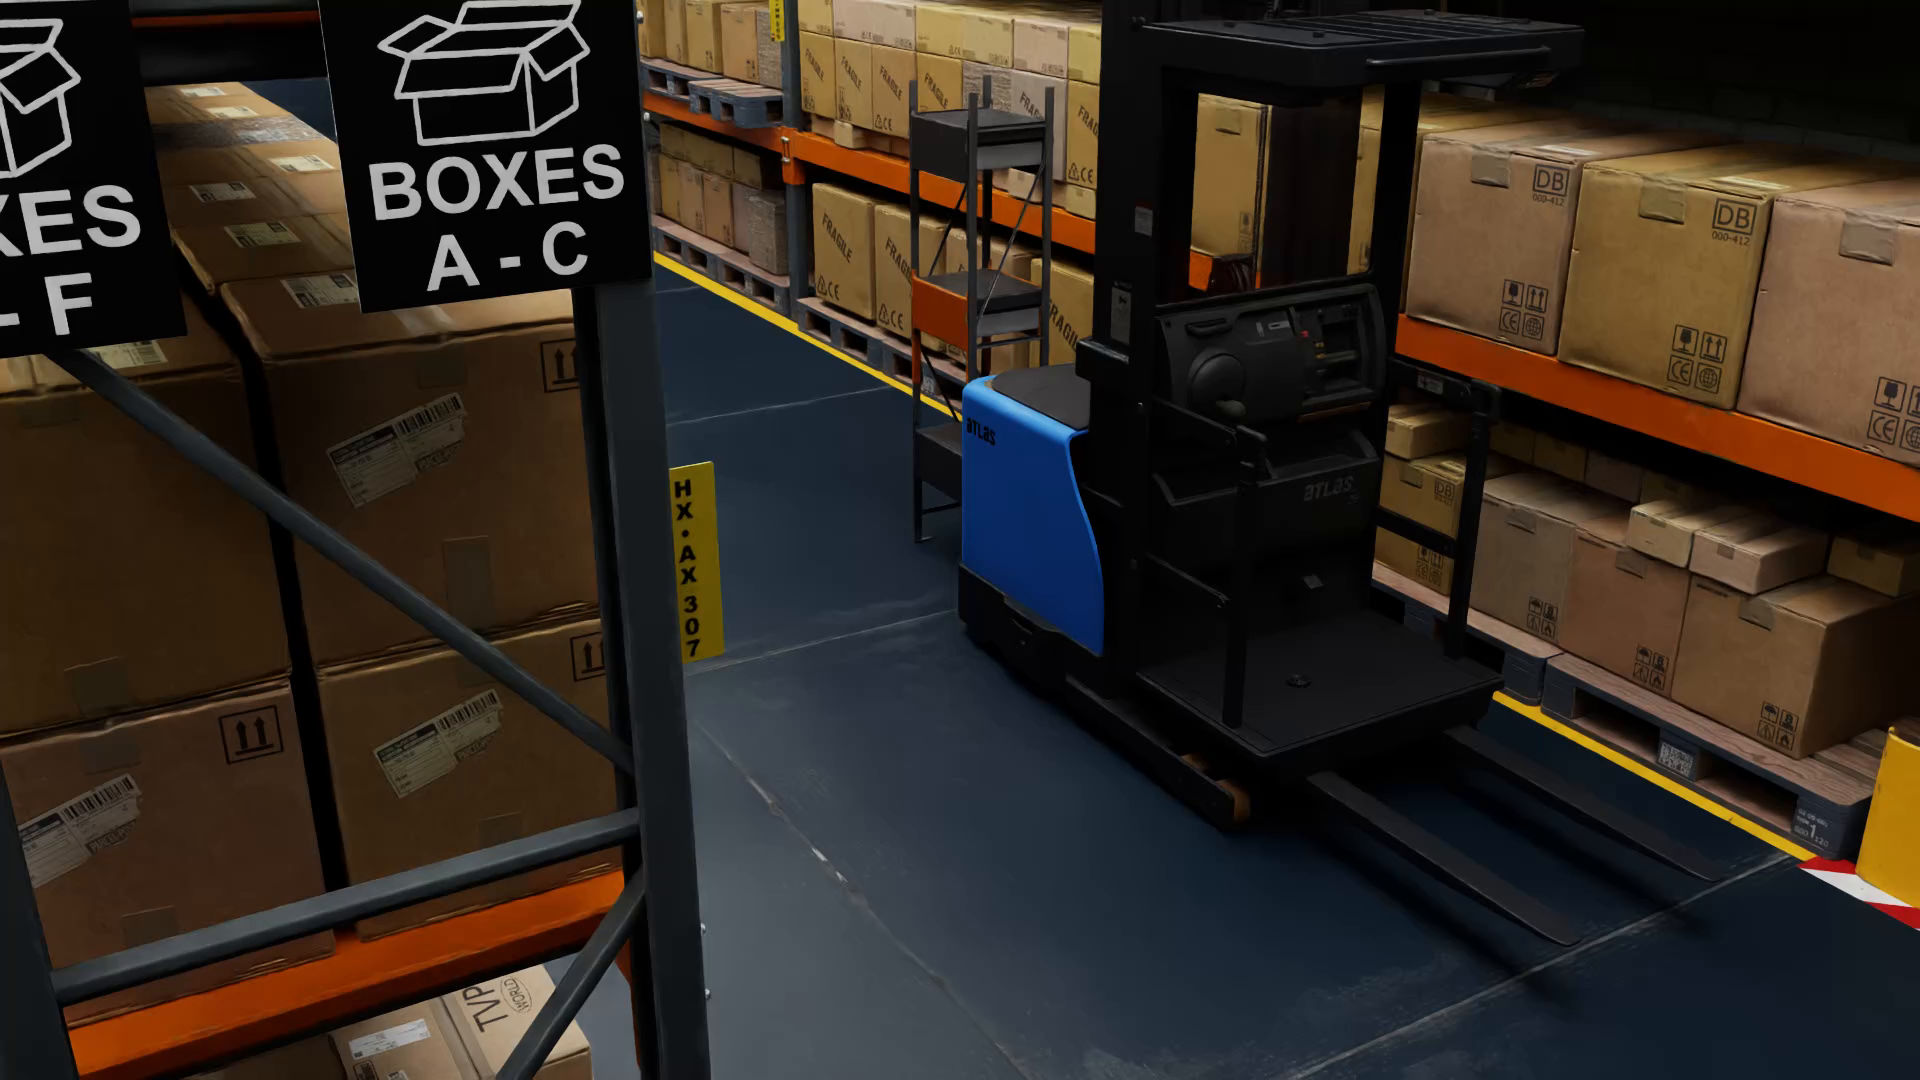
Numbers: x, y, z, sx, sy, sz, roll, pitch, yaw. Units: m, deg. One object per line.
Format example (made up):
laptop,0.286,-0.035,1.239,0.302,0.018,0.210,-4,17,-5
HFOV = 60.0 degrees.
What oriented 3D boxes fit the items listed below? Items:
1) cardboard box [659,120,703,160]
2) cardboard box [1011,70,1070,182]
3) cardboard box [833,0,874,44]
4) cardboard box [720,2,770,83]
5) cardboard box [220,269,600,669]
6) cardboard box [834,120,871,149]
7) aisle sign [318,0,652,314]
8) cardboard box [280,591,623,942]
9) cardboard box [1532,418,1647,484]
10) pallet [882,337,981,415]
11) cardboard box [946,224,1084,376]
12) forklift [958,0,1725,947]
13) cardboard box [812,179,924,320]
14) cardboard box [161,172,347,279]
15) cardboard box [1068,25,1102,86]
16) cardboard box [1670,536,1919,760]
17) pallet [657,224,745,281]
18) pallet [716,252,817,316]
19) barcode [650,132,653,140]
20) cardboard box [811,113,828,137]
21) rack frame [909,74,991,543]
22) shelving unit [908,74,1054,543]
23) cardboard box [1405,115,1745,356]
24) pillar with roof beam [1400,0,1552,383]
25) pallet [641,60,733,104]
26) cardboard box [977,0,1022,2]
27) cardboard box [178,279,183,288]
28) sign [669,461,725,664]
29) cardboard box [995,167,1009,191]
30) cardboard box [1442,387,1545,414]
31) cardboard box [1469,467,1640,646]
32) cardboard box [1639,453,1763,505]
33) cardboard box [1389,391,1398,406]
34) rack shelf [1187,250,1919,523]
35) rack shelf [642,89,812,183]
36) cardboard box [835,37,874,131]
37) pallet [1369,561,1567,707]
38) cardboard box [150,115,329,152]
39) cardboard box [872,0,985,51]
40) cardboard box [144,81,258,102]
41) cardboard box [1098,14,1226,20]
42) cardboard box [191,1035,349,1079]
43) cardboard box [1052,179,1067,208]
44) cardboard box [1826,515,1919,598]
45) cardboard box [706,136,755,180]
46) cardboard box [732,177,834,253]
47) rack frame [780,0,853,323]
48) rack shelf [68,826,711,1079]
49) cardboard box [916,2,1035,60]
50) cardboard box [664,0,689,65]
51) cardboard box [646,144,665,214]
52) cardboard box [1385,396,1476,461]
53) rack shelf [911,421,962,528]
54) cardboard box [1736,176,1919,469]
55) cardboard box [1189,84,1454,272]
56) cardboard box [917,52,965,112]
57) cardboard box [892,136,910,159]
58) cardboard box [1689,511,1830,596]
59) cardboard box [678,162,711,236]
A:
cardboard box,-2.142,-3.309,13.709,0.500,0.250,0.500,-13,26,-29
cardboard box,0.605,-2.161,8.590,0.500,0.500,0.500,-12,25,-28
cardboard box,-0.431,-3.169,10.073,0.500,0.250,0.500,-13,25,-29
cardboard box,-1.274,-3.574,11.904,0.700,0.500,0.500,-15,27,-33
cardboard box,-0.887,-0.158,2.757,0.500,0.500,0.500,-12,25,-27
cardboard box,-0.564,-2.554,10.419,0.380,0.149,0.250,-12,25,-27
aisle sign,-0.600,-0.693,2.081,0.394,0.787,0.004,-13,25,-28
cardboard box,-0.887,0.305,2.945,0.500,0.500,0.500,-12,25,-27
cardboard box,2.513,-0.361,6.616,0.380,0.149,0.250,-12,25,-28
pallet,0.240,-1.042,10.095,1.003,0.211,1.213,-13,25,-28
cardboard box,0.426,-1.375,9.507,0.750,0.750,0.750,-12,25,-27
forklift,1.170,-0.605,5.408,1.130,2.935,3.031,-12,25,-28
cardboard box,-0.454,-1.934,10.882,0.750,0.750,0.750,-13,25,-29
cardboard box,-1.412,-0.489,3.570,0.500,0.500,0.500,-12,25,-28
cardboard box,0.868,-2.346,8.050,0.500,0.250,0.500,-12,25,-27
cardboard box,2.926,0.348,5.735,0.700,0.500,0.500,-13,25,-28
pallet,-1.734,-2.354,13.323,1.003,0.211,1.213,-13,25,-28
pallet,-1.115,-1.960,12.352,1.003,0.211,1.213,-13,25,-28
barcode,-2.830,-3.708,15.261,0.001,0.075,0.075,-13,25,-28
cardboard box,-0.748,-2.740,10.876,0.380,0.149,0.250,-13,26,-29
rack frame,-0.040,-0.998,7.479,0.400,2.100,0.015,-13,25,-28
shelving unit,0.085,-0.919,7.284,0.431,2.100,0.503,-13,25,-28
cardboard box,2.338,-1.193,6.364,0.980,0.700,0.700,-14,26,-31
pillar with roof beam,-1.273,-3.594,4.704,9.100,9.000,0.400,-13,25,-28
pallet,-1.763,-3.542,12.797,1.003,0.211,1.213,-13,25,-28
cardboard box,0.258,-3.107,9.922,0.500,0.250,0.500,-13,26,-30
cardboard box,-1.610,-0.219,2.905,0.500,0.500,0.500,-12,25,-27
sign,-0.421,0.040,2.580,0.100,0.325,0.005,-13,25,-28
cardboard box,0.414,-1.987,9.023,0.380,0.149,0.250,-13,25,-28
cardboard box,2.251,-0.526,7.023,0.380,0.149,0.250,-12,25,-28
cardboard box,2.413,0.023,6.533,0.700,0.500,0.500,-14,26,-30
cardboard box,2.775,-0.196,6.210,0.380,0.149,0.250,-12,25,-28
cardboard box,1.874,-0.315,7.364,0.700,0.500,0.500,-13,25,-29
rack shelf,2.348,-0.723,6.561,1.077,0.370,4.000,-13,25,-28
rack shelf,-1.739,-3.312,12.932,1.077,0.370,4.000,-13,25,-28
cardboard box,-0.429,-2.814,10.196,0.500,0.500,0.500,-12,25,-26
pallet,2.275,0.245,6.928,1.003,0.211,1.213,-13,25,-28
cardboard box,-1.928,-0.816,4.376,0.500,0.500,0.500,-12,25,-28
cardboard box,-0.173,-3.007,9.677,0.500,0.250,0.500,-12,25,-28
cardboard box,-2.449,-1.145,5.184,0.500,0.500,0.500,-12,25,-28
cardboard box,1.042,-2.611,8.702,0.500,0.250,0.500,-12,25,-28
cardboard box,-1.377,1.371,3.190,0.500,0.500,0.500,-13,25,-28
cardboard box,0.668,-1.821,8.615,0.380,0.149,0.250,-12,25,-27
cardboard box,3.162,0.049,5.608,0.380,0.149,0.250,-12,25,-28
cardboard box,-1.634,-2.977,12.890,0.500,0.250,0.500,-13,25,-28
cardboard box,-1.293,-2.456,12.606,0.700,0.500,0.500,-13,25,-28
rack frame,-0.717,-2.998,11.204,1.000,3.000,0.127,-13,25,-28
rack shelf,-1.909,0.231,4.214,1.077,0.370,4.000,-13,25,-28
cardboard box,0.094,-2.843,9.273,0.500,0.250,0.500,-13,26,-29
cardboard box,-1.887,-3.982,12.909,0.700,0.500,0.500,-9,24,-21
cardboard box,-2.370,-3.104,14.199,0.700,0.500,0.500,-12,25,-26
cardboard box,1.905,-0.464,6.869,0.380,0.149,0.250,-13,26,-30
rack shelf,0.085,-0.258,7.553,0.431,0.518,0.480,-13,25,-28
cardboard box,3.101,-0.711,5.178,0.980,0.700,0.700,-11,25,-26
cardboard box,1.589,-1.664,7.522,0.980,0.700,0.700,-12,25,-27
cardboard box,0.096,-2.486,9.389,0.500,0.500,0.500,-12,25,-27
cardboard box,-0.189,-2.414,10.075,0.380,0.149,0.250,-12,25,-27
cardboard box,2.704,0.041,5.628,0.380,0.149,0.250,-13,25,-29
cardboard box,-1.837,-2.773,13.386,0.700,0.500,0.500,-12,25,-28
